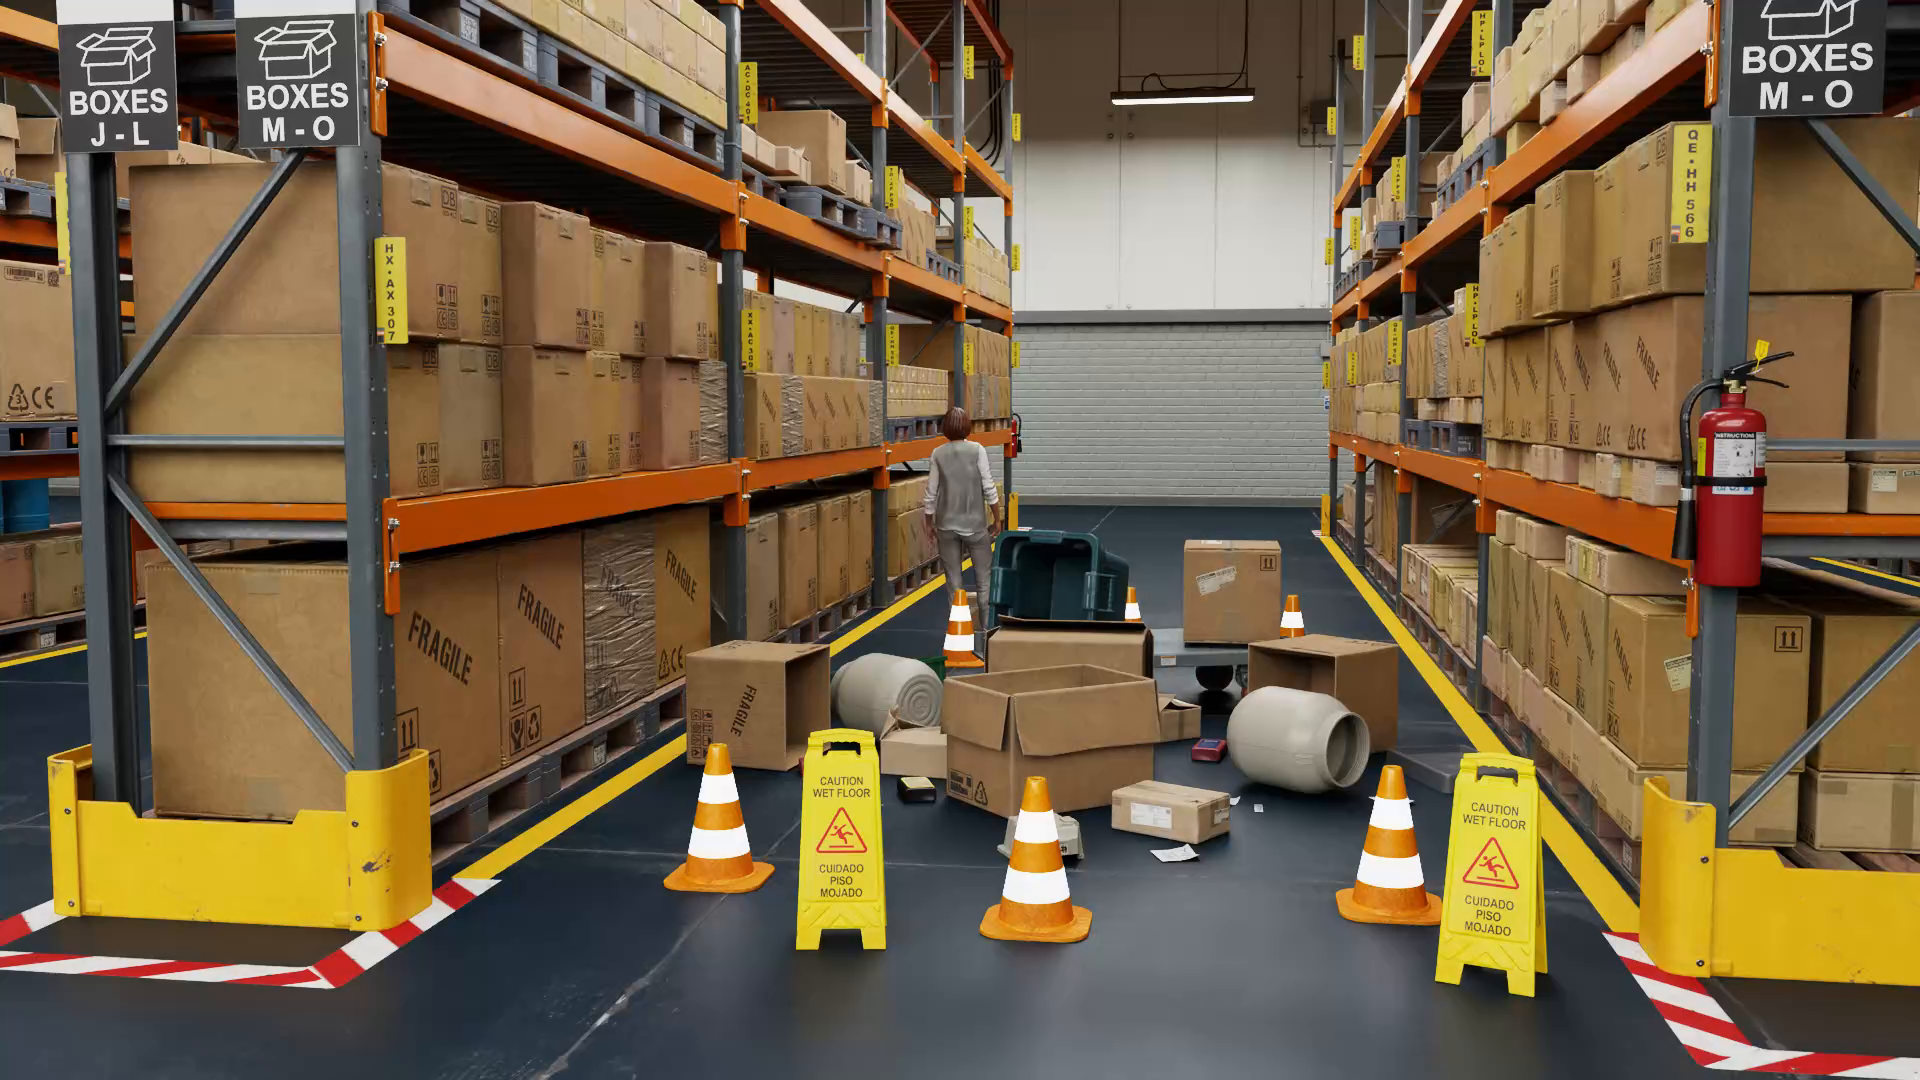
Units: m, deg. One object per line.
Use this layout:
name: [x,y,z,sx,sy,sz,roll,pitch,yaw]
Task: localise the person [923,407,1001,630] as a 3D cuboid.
person: [0.033,-0.073,10.894,0.520,1.597,0.475,1,5,8]
